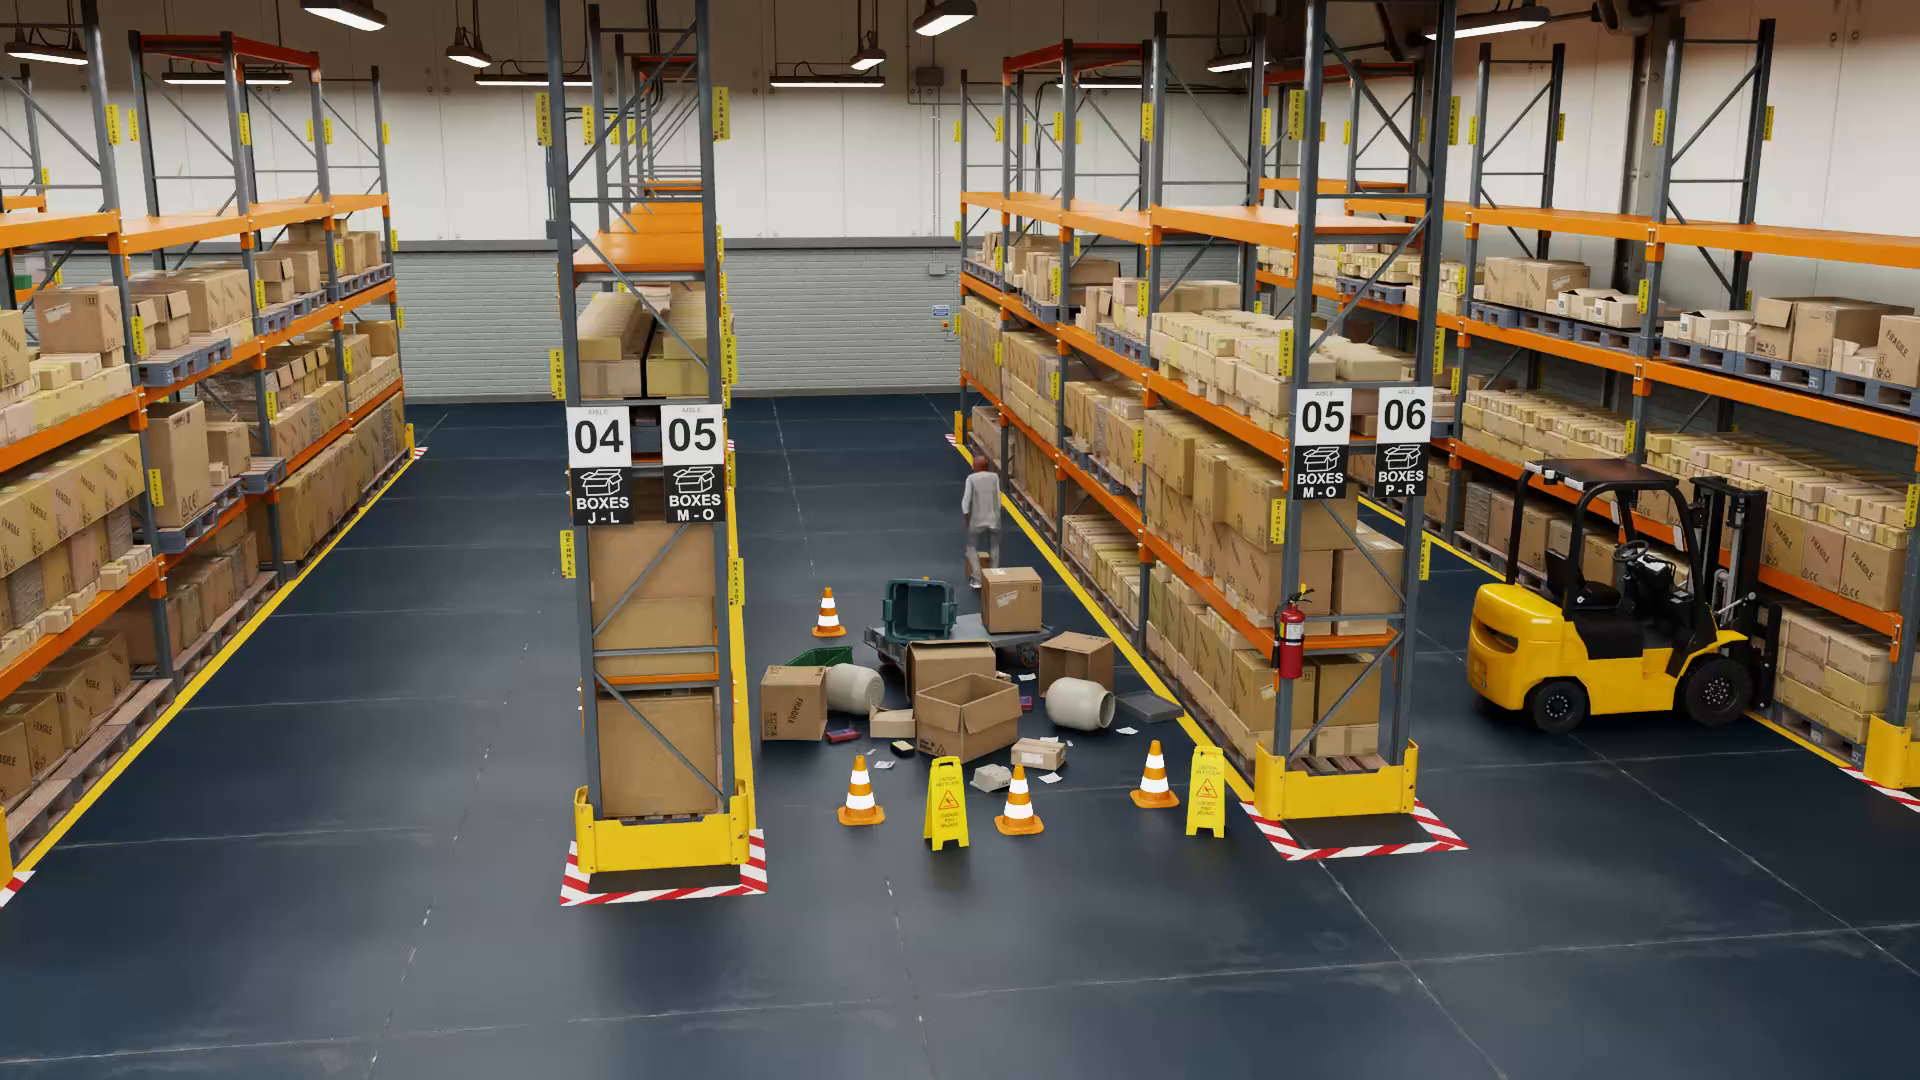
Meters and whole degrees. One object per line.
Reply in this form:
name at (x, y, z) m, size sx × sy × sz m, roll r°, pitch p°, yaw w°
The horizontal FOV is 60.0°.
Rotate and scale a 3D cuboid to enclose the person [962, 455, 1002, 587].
person at (0.248, -0.195, 18.601) m, size 0.447 × 1.481 × 0.497 m, roll -2°, pitch 14°, yaw -7°
